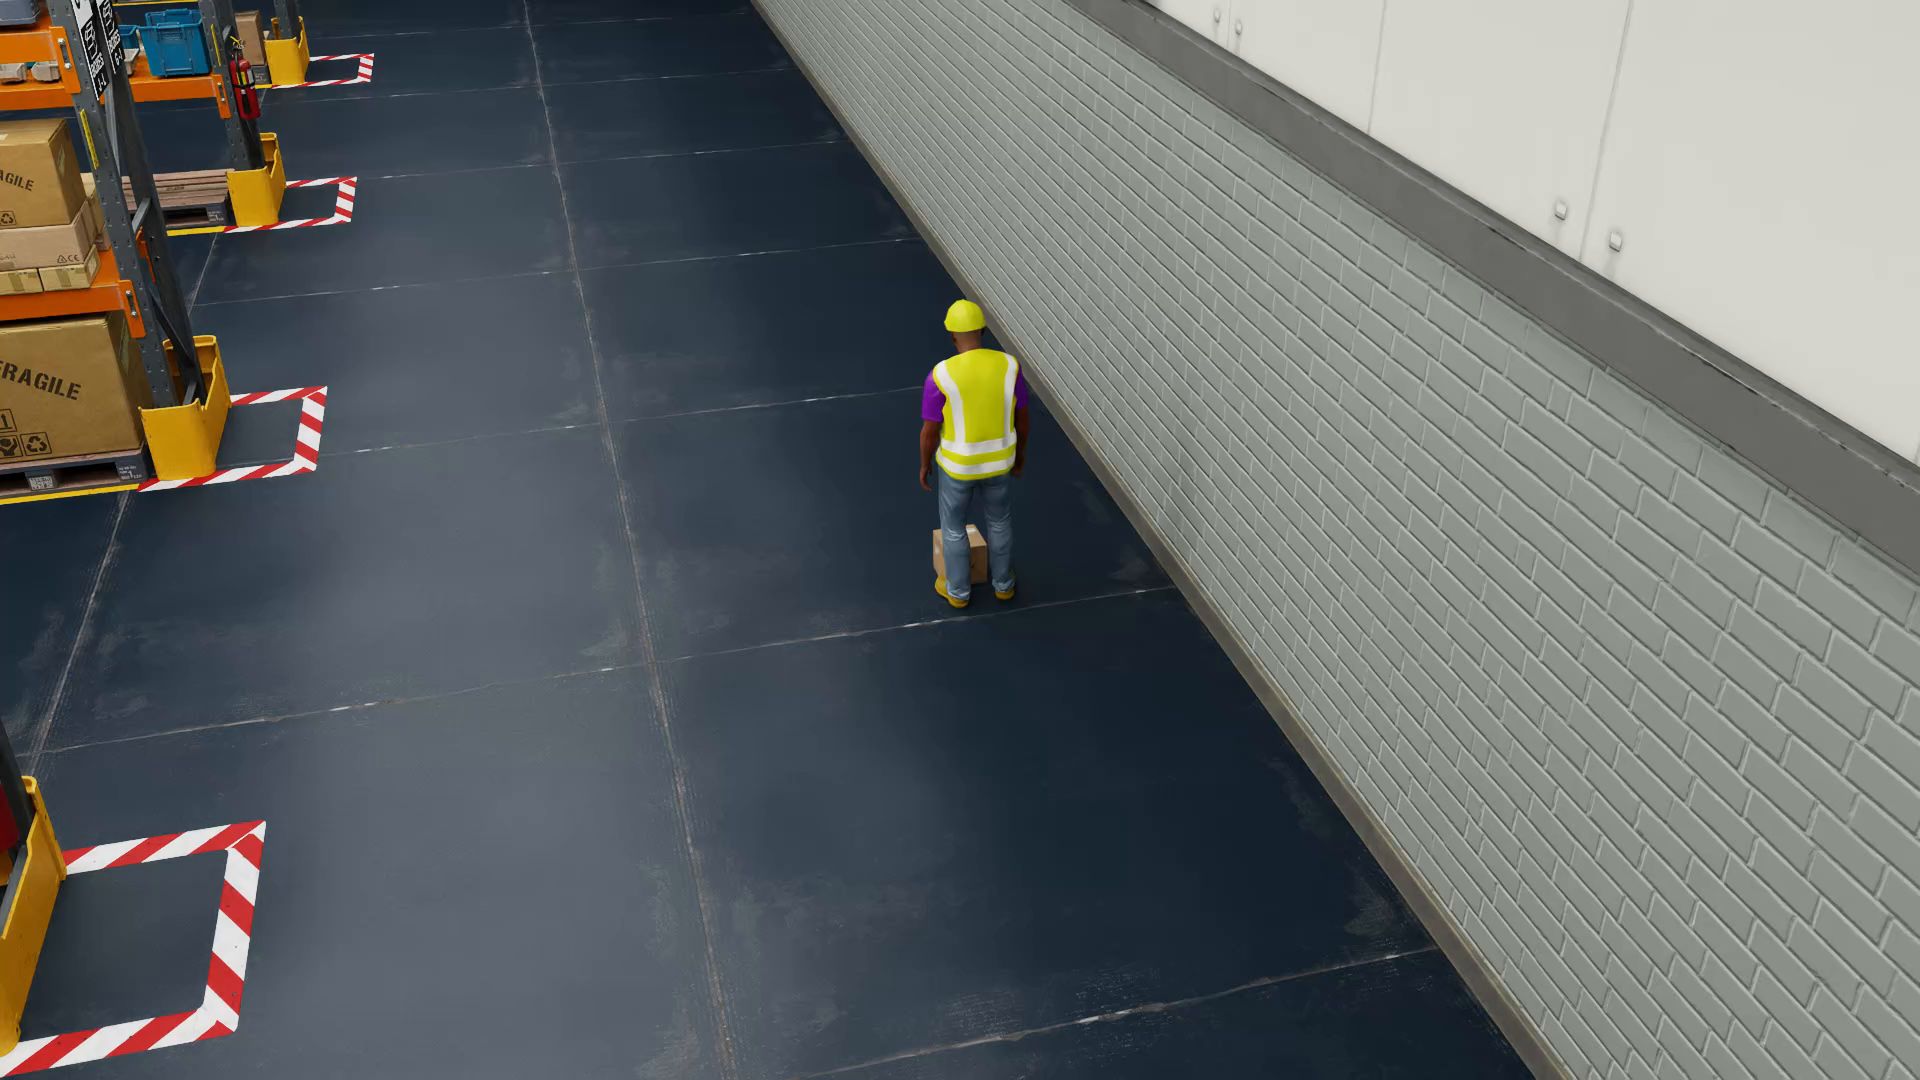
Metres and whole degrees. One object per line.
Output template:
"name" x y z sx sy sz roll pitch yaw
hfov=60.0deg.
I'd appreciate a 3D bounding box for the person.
"person" 0.070 -0.451 9.001 0.621 1.759 0.461 -9 31 -15
